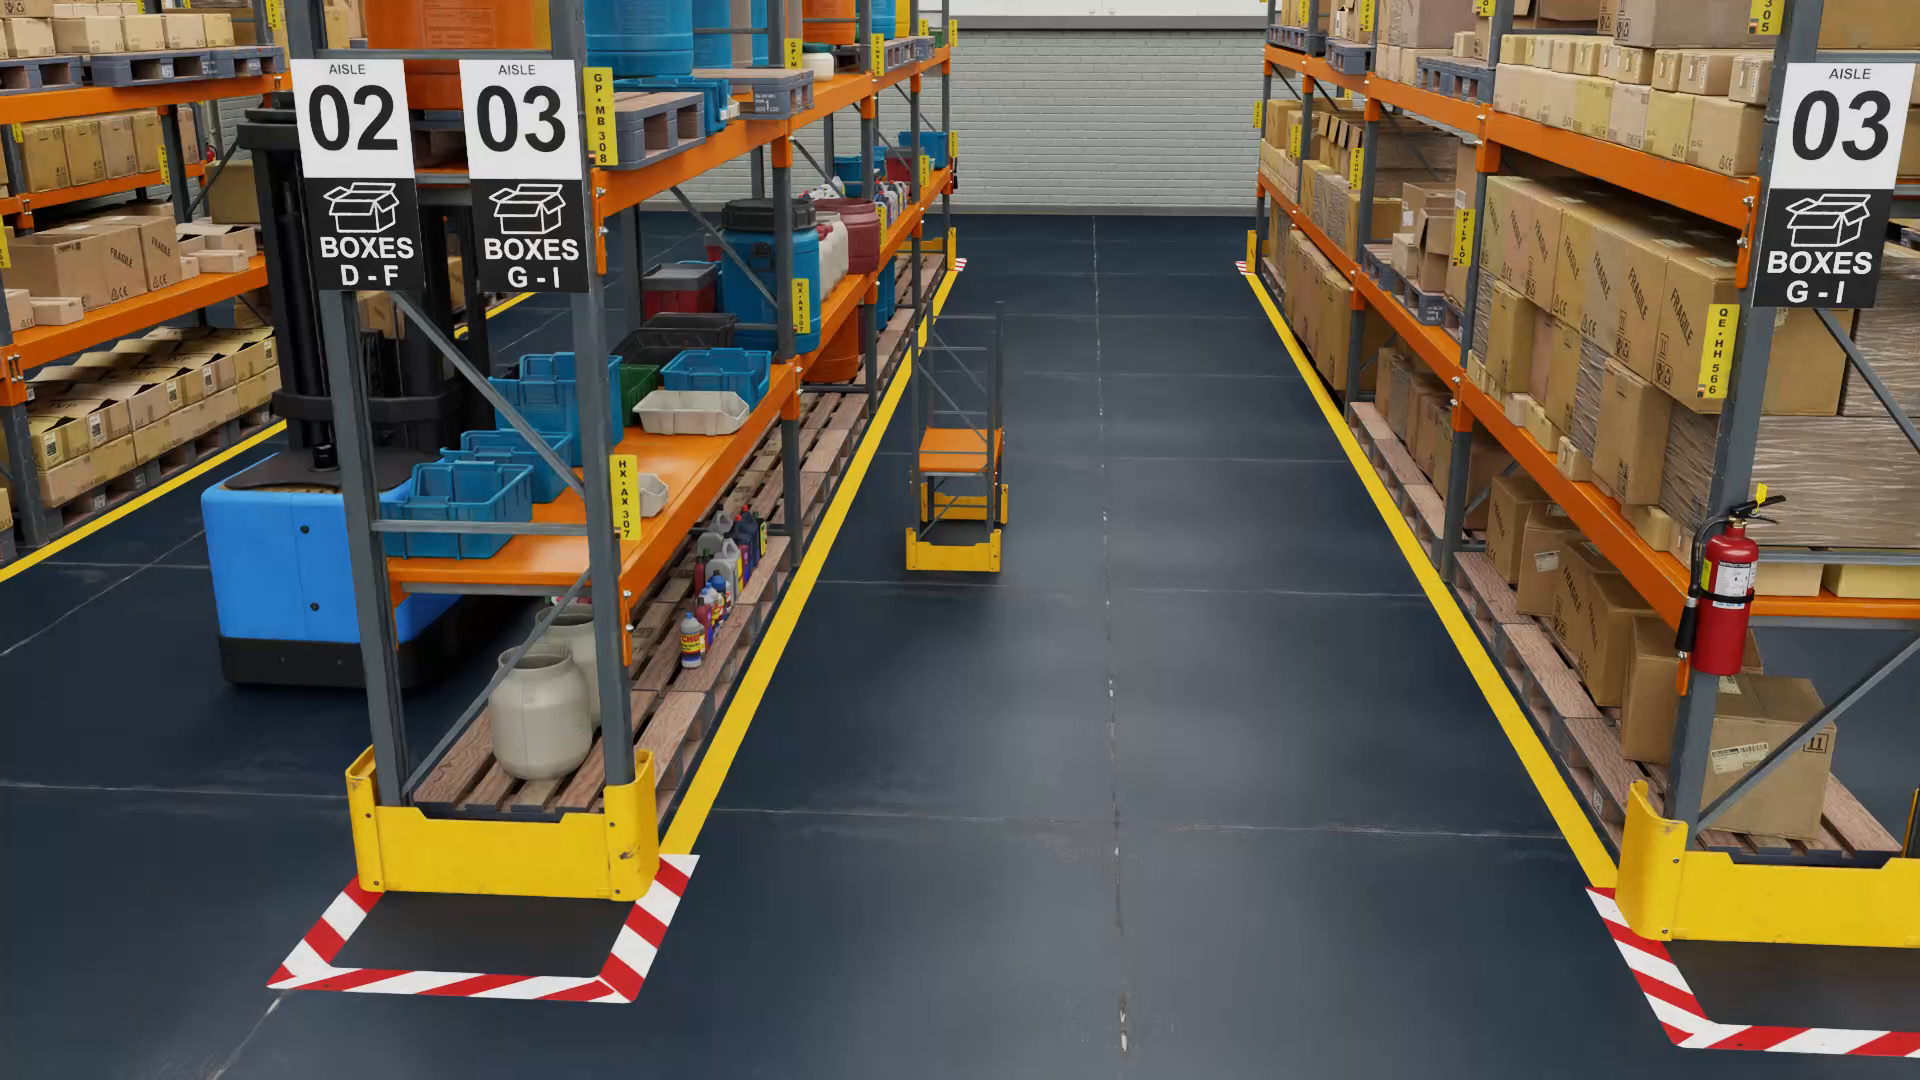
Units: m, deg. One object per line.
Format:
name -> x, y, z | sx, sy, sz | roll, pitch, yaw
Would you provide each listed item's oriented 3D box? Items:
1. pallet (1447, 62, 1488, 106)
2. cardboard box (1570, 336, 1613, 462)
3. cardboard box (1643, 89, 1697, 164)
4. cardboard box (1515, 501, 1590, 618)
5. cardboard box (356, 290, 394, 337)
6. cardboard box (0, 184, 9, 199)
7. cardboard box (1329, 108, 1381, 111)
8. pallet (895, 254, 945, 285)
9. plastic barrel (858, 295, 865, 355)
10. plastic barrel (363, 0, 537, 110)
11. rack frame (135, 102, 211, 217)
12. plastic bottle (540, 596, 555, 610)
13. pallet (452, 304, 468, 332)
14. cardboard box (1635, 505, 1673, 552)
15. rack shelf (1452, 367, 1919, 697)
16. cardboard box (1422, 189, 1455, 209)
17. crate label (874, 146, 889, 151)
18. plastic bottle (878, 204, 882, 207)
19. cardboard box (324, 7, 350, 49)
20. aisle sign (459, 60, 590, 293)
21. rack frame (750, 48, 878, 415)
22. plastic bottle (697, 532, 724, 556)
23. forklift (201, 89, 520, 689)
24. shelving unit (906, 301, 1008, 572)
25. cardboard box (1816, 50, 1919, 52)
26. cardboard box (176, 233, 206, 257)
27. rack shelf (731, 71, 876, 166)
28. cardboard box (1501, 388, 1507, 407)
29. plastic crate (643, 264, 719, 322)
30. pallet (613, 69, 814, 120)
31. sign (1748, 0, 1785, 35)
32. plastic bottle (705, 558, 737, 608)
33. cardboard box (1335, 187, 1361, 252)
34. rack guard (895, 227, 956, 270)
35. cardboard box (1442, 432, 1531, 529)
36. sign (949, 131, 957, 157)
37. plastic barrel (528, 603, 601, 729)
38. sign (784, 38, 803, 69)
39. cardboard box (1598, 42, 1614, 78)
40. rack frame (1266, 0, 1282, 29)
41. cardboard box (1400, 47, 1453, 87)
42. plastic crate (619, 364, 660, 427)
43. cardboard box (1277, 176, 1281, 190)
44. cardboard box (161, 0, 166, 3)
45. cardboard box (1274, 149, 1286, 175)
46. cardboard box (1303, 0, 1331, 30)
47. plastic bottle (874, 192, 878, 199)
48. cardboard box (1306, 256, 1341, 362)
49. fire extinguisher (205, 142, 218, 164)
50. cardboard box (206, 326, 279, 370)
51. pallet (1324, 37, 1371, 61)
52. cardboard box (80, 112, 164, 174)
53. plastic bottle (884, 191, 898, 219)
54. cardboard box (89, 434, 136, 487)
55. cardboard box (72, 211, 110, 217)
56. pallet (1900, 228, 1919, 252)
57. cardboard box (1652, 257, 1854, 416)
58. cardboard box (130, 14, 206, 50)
pallet -> 3.594, -2.696, 9.818 | 1.213, 0.211, 1.003 | 1, 18, 4
cardboard box -> 3.219, -0.600, 7.297 | 0.875, 0.500, 0.500 | 1, 18, 4
cardboard box -> 2.971, -1.593, 6.391 | 0.500, 0.250, 0.500 | 1, 18, 4
cardboard box -> 3.341, 0.119, 9.082 | 0.500, 0.500, 0.500 | 7, 20, 21
cardboard box -> -5.760, -2.110, 15.852 | 0.500, 0.500, 0.500 | 1, 18, 3
cardboard box -> -10.547, -3.766, 17.969 | 0.380, 0.149, 0.250 | 1, 18, 4
cardboard box -> 4.382, -4.539, 18.517 | 0.500, 0.500, 0.500 | 1, 18, 2
pallet -> -0.734, -3.428, 21.045 | 1.003, 0.211, 1.213 | 1, 18, 4
plastic barrel -> -1.111, -2.080, 15.652 | 0.600, 0.588, 0.708 | 1, 18, 4
plastic barrel -> -1.875, -2.022, 6.094 | 0.600, 0.830, 0.708 | 1, 18, 4
rack frame -> -10.518, -5.229, 22.064 | 1.000, 3.000, 0.127 | 1, 18, 4
plastic bottle -> -2.099, 0.426, 8.461 | 0.061, 0.283, 0.133 | 2, 18, 5
pallet -> -5.884, -2.299, 17.600 | 1.003, 0.211, 1.213 | 1, 18, 4
cardboard box -> 2.956, -0.058, 6.687 | 0.380, 0.149, 0.250 | 1, 18, 4
rack shelf -> 3.300, -0.207, 7.894 | 1.077, 0.370, 4.000 | 1, 18, 4
cardboard box -> 3.791, -2.316, 12.338 | 0.700, 0.500, 0.500 | 4, 19, 12
crate label -> -0.983, -4.888, 21.195 | 0.416, 0.233, 0.303 | 1, 18, 4
plastic bottle -> -0.728, -2.953, 15.305 | 0.061, 0.283, 0.133 | 1, 18, 4
cardboard box -> -6.079, -4.564, 15.057 | 0.910, 0.500, 0.500 | 1, 18, 4
aisle sign -> -1.497, -1.245, 5.731 | 0.394, 0.787, 0.004 | 1, 18, 4
rack frame -> -1.210, -2.523, 13.807 | 1.000, 3.000, 0.127 | 1, 18, 4
plastic bottle -> -1.419, 0.075, 9.545 | 0.152, 0.276, 0.135 | 1, 18, 4
forklift -> -3.109, -1.053, 9.429 | 1.130, 2.935, 3.031 | 2, 18, 6
shelving unit -> -0.005, -0.689, 10.617 | 0.587, 1.500, 1.083 | 1, 18, 4
cardboard box -> 3.508, -1.795, 6.366 | 0.380, 0.149, 0.250 | 2, 18, 6
cardboard box -> -6.408, -2.319, 13.327 | 0.500, 0.311, 0.500 | 1, 18, 3
rack shelf -> -1.353, -2.986, 11.556 | 1.077, 0.370, 4.000 | 1, 18, 4
cardboard box -> 3.098, -0.758, 8.821 | 0.380, 0.149, 0.250 | 1, 18, 4
plastic crate -> -1.767, -1.469, 10.485 | 0.402, 0.464, 0.583 | 1, 18, 4
pallet -> -1.451, -2.390, 8.887 | 1.213, 0.211, 1.003 | 1, 18, 4
sign -> 2.604, -1.793, 5.338 | 0.100, 0.325, 0.005 | 1, 18, 4
plastic bottle -> -1.308, 0.221, 9.099 | 0.152, 0.276, 0.135 | 2, 18, 5
cardboard box -> 3.560, -2.774, 14.411 | 0.500, 0.500, 0.500 | 1, 18, 3
rack guard -> -0.648, -3.828, 21.802 | 1.175, 0.500, 0.348 | 1, 18, 4
cardboard box -> 3.509, -0.382, 10.579 | 0.700, 0.500, 0.500 | 0, 18, 0
sign -> -0.087, -5.078, 21.342 | 0.100, 0.325, 0.005 | 1, 18, 4
plastic barrel -> -1.777, 0.582, 7.650 | 0.421, 0.512, 0.421 | 0, 18, 0
sign -> -0.949, -2.695, 9.499 | 0.100, 0.325, 0.005 | 1, 18, 4
cardboard box -> 3.072, -2.133, 7.400 | 0.380, 0.149, 0.250 | 2, 18, 5
rack frame -> 4.304, -7.748, 20.118 | 1.000, 3.000, 0.127 | 1, 18, 4
cardboard box -> 3.378, -3.307, 11.623 | 0.500, 0.250, 0.500 | 2, 18, 5
plastic crate -> -1.876, -0.765, 8.781 | 0.450, 0.188, 0.662 | 1, 18, 4
cardboard box -> 3.804, -4.037, 18.829 | 0.380, 0.149, 0.250 | 1, 18, 3
cardboard box -> -10.298, -6.953, 20.711 | 0.500, 0.500, 0.500 | 1, 18, 4
cardboard box -> 3.897, -4.345, 19.128 | 0.500, 0.250, 0.500 | 1, 18, 3
cardboard box -> 4.013, -5.620, 17.443 | 0.700, 0.500, 0.500 | 0, 18, 1
plastic bottle -> -0.827, -3.260, 16.262 | 0.097, 0.271, 0.097 | 0, 18, 0
cardboard box -> 3.872, -2.093, 15.232 | 1.225, 0.875, 0.875 | 1, 18, 4
fire extinguisher -> -10.047, -5.052, 22.246 | 0.296, 0.674, 0.183 | 1, 18, 4
cardboard box -> -5.942, -1.626, 13.910 | 0.500, 0.311, 0.500 | 2, 18, 5
pallet -> 4.000, -4.704, 15.951 | 0.805, 0.209, 1.217 | 1, 18, 2
cardboard box -> -10.586, -4.987, 20.843 | 0.980, 0.700, 0.700 | 1, 18, 3
plastic bottle -> -0.692, -3.307, 16.398 | 0.152, 0.276, 0.135 | 1, 18, 4
cardboard box -> -6.123, -0.564, 11.569 | 0.500, 0.250, 0.500 | 2, 18, 5
cardboard box -> -10.748, -3.979, 20.547 | 0.380, 0.149, 0.250 | 1, 18, 4
pallet -> 8.615, -2.403, 13.748 | 1.213, 0.211, 1.003 | 1, 18, 4
cardboard box -> 2.950, -0.769, 6.207 | 0.500, 0.500, 0.500 | 1, 18, 4
cardboard box -> -6.146, -3.883, 12.707 | 0.500, 0.250, 0.500 | 2, 18, 5
